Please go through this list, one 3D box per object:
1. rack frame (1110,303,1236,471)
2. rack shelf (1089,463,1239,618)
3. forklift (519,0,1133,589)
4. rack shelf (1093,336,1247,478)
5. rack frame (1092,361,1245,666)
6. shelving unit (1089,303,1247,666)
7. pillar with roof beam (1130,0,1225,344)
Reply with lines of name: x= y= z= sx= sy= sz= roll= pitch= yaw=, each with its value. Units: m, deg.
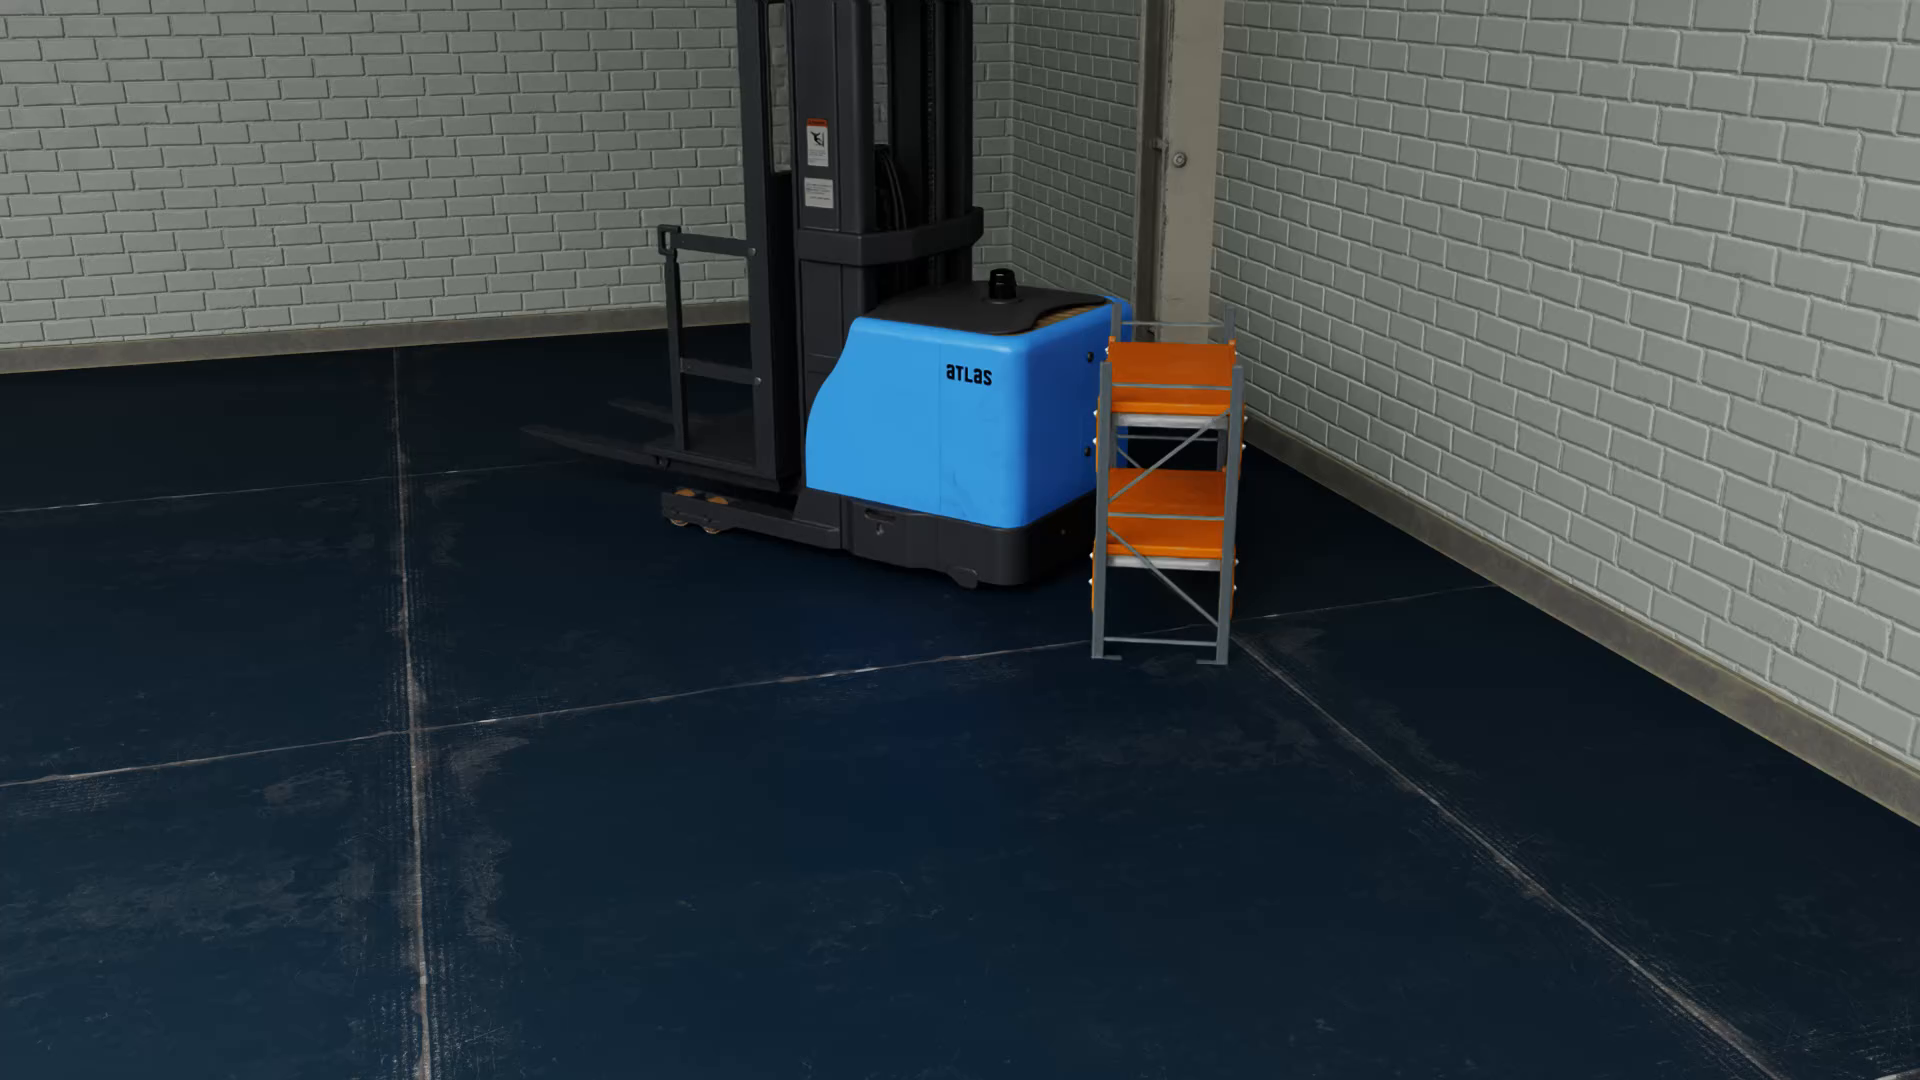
rack frame: x=0.865 y=-0.423 z=6.929 sx=0.500 sy=1.125 sz=0.032 roll=2 pitch=20 yaw=7
rack shelf: x=0.802 y=-0.022 z=6.537 sx=0.538 sy=0.278 sz=1.000 roll=2 pitch=20 yaw=7
forklift: x=-0.758 y=-1.542 z=7.372 sx=3.031 sy=2.935 sz=1.130 roll=12 pitch=23 yaw=31
rack shelf: x=0.802 y=-0.528 z=6.356 sx=0.538 sy=0.278 sz=1.000 roll=2 pitch=20 yaw=7
rack frame: x=0.739 y=-0.082 z=5.980 sx=0.500 sy=1.125 sz=0.032 roll=2 pitch=20 yaw=7
shelving unit: x=0.802 y=-0.252 z=6.455 sx=0.538 sy=1.125 sz=1.048 roll=2 pitch=20 yaw=7
pillar with roof beam: x=-2.910 y=-4.539 z=6.742 sx=9.100 sy=9.000 sz=0.400 roll=-6 pitch=21 yaw=-17
